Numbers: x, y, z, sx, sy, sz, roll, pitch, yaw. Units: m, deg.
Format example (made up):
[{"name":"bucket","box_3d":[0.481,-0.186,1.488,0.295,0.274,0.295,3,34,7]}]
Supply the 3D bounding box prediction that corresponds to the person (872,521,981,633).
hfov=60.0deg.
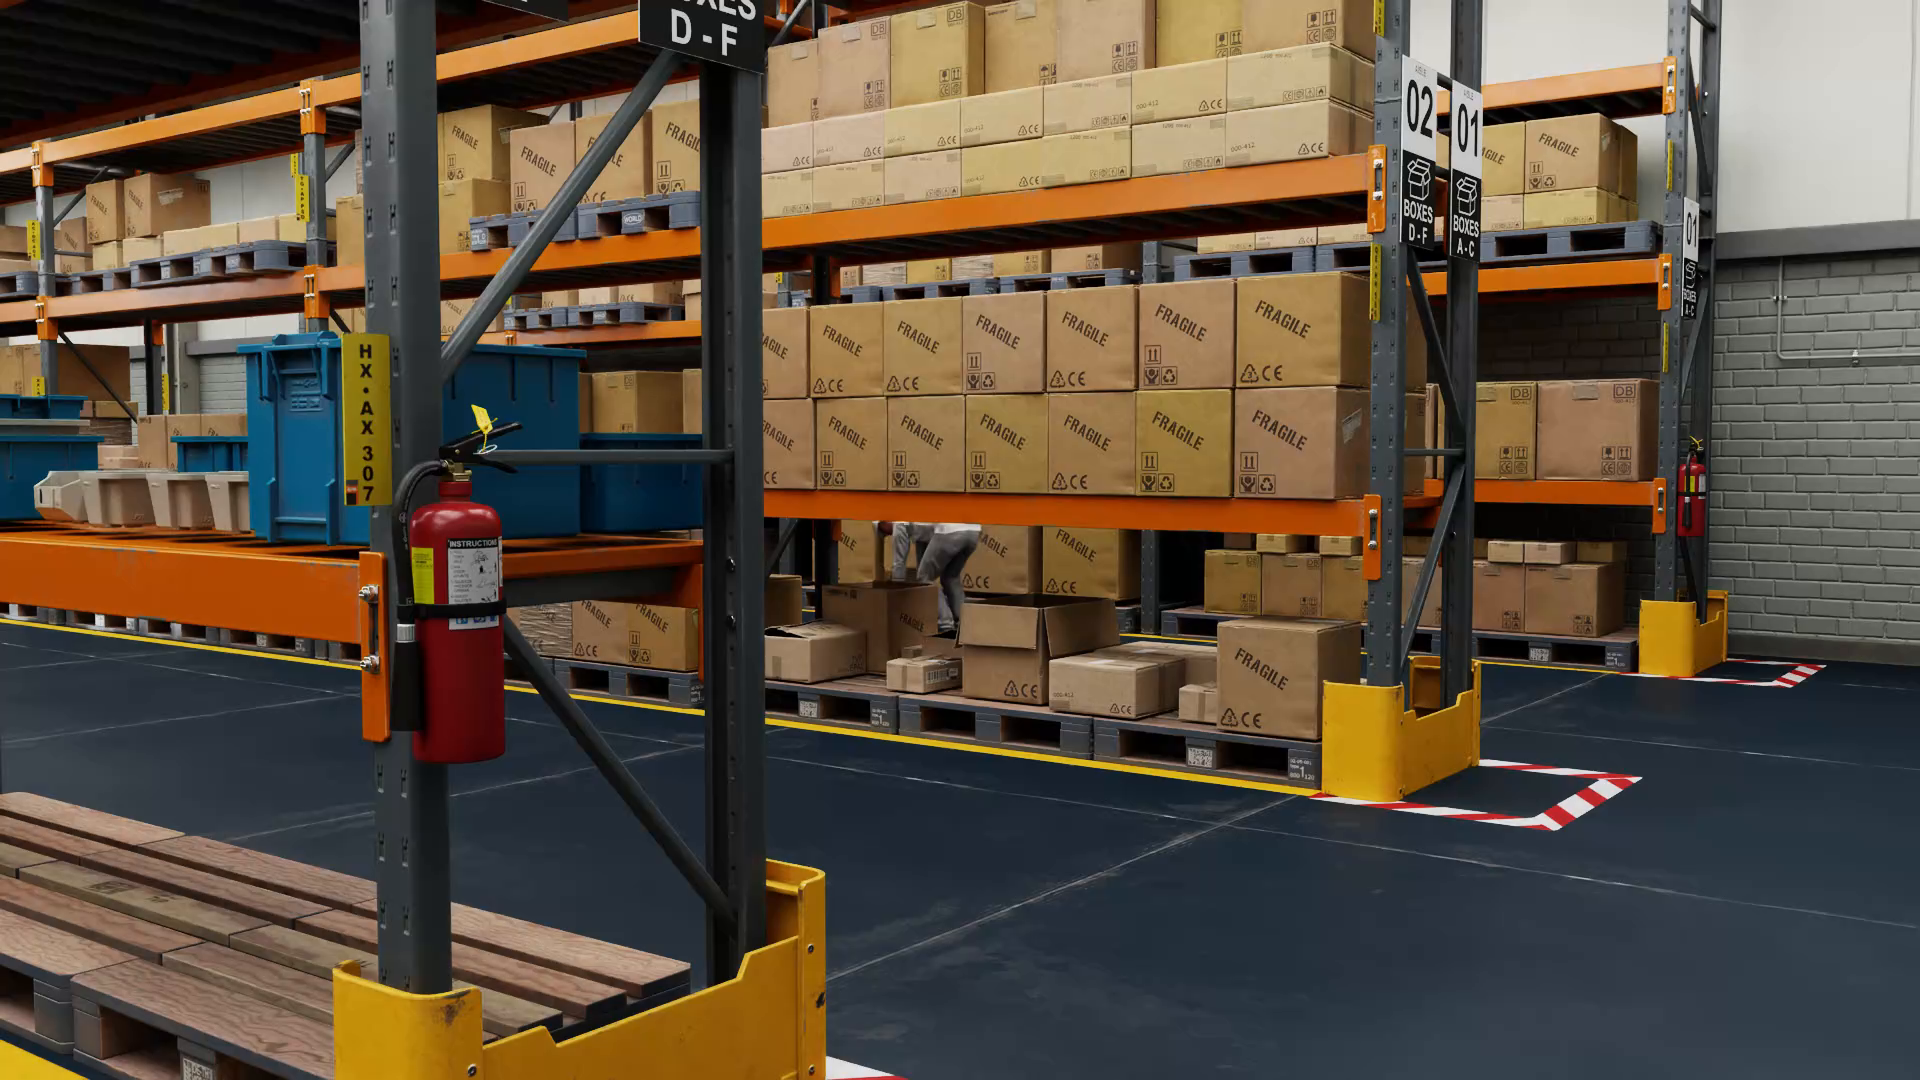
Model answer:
[{"name":"person","box_3d":[-0.305,0.219,13.703,1.011,1.111,0.473,2,4,35]}]
